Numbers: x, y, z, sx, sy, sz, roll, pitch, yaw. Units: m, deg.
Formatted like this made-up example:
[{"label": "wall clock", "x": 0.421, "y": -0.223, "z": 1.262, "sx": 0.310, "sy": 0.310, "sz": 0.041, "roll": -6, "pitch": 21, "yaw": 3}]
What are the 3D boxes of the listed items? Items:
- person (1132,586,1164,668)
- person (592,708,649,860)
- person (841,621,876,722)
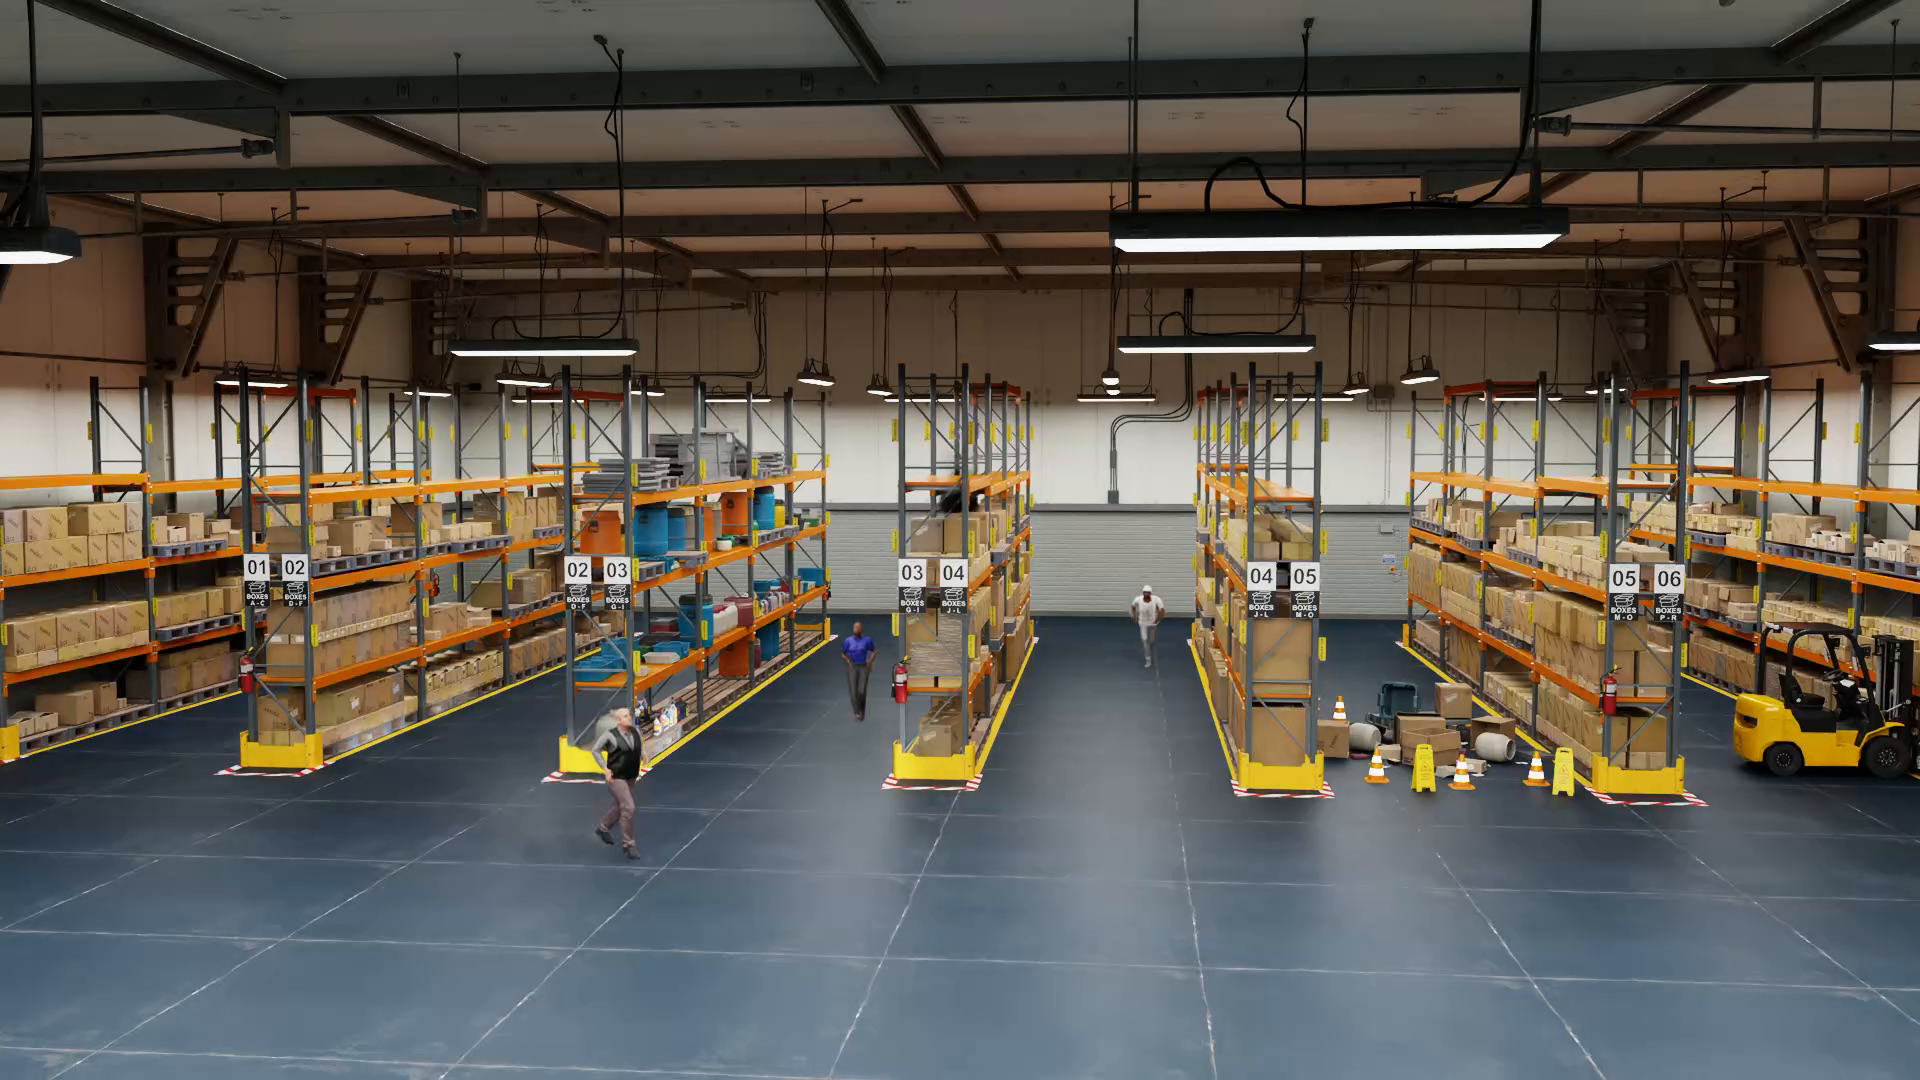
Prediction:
[{"label": "person", "x": 4.067, "y": 1.837, "z": 35.976, "sx": 0.700, "sy": 1.753, "sz": 1.097, "roll": 0, "pitch": 4, "yaw": 3}, {"label": "person", "x": -4.044, "y": 2.857, "z": 19.819, "sx": 0.825, "sy": 1.746, "sz": 0.656, "roll": 2, "pitch": 4, "yaw": 33}, {"label": "person", "x": -1.668, "y": 2.169, "z": 27.239, "sx": 0.579, "sy": 1.661, "sz": 0.548, "roll": 0, "pitch": 4, "yaw": -2}]
